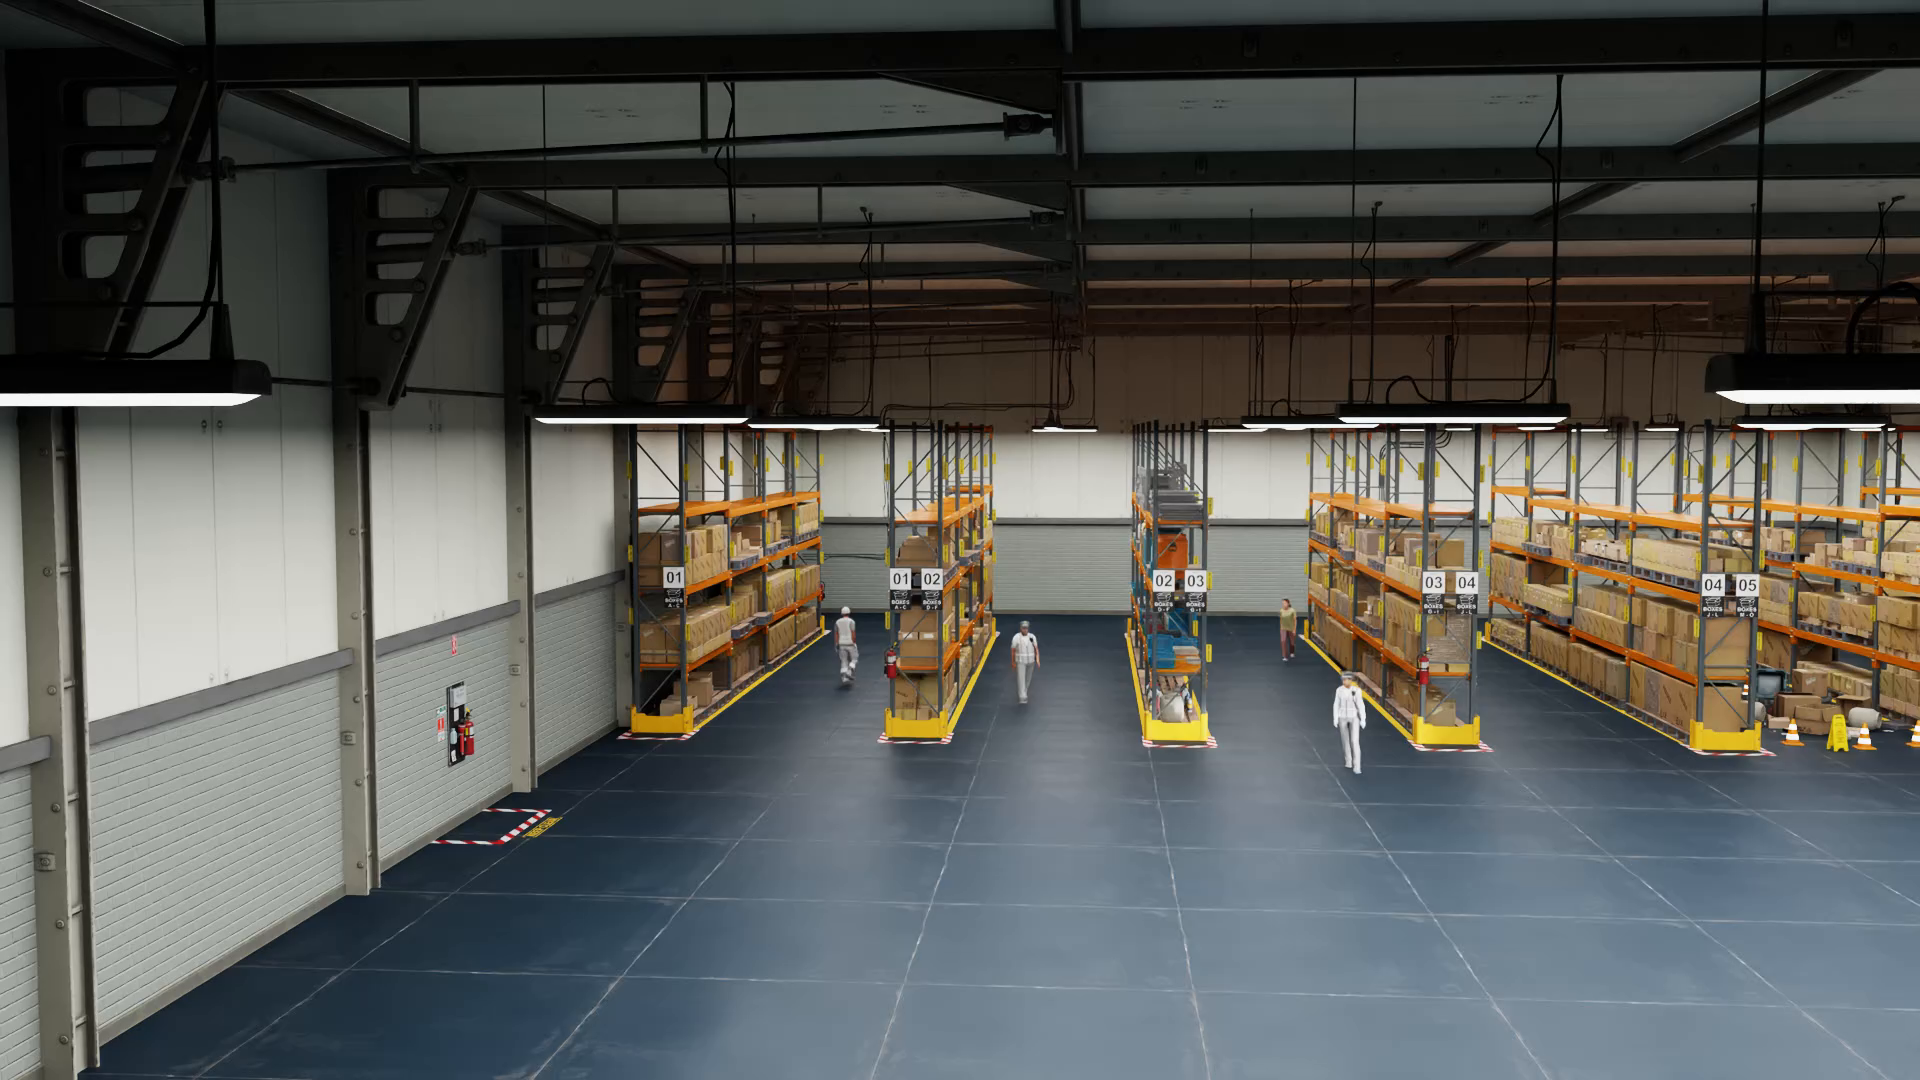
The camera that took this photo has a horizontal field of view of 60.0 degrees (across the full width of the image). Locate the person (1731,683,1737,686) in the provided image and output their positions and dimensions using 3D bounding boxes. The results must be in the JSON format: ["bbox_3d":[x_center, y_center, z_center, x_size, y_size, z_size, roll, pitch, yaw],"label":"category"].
[{"bbox_3d":[16.882,2.612,36.442,0.447,1.714,0.595,0,4,-2],"label":"person"}]

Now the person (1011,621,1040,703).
[{"bbox_3d":[1.419,2.597,35.425,0.565,1.730,0.954,-1,4,-21],"label":"person"}]

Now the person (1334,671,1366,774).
[{"bbox_3d":[6.643,3.090,28.436,0.590,1.671,0.622,2,4,31],"label":"person"}]

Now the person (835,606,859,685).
[{"bbox_3d":[-2.619,2.416,38.117,0.576,1.781,0.505,1,4,17],"label":"person"}]

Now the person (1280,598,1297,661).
[{"bbox_3d":[8.316,2.262,42.180,0.451,1.576,0.937,1,4,22],"label":"person"}]
